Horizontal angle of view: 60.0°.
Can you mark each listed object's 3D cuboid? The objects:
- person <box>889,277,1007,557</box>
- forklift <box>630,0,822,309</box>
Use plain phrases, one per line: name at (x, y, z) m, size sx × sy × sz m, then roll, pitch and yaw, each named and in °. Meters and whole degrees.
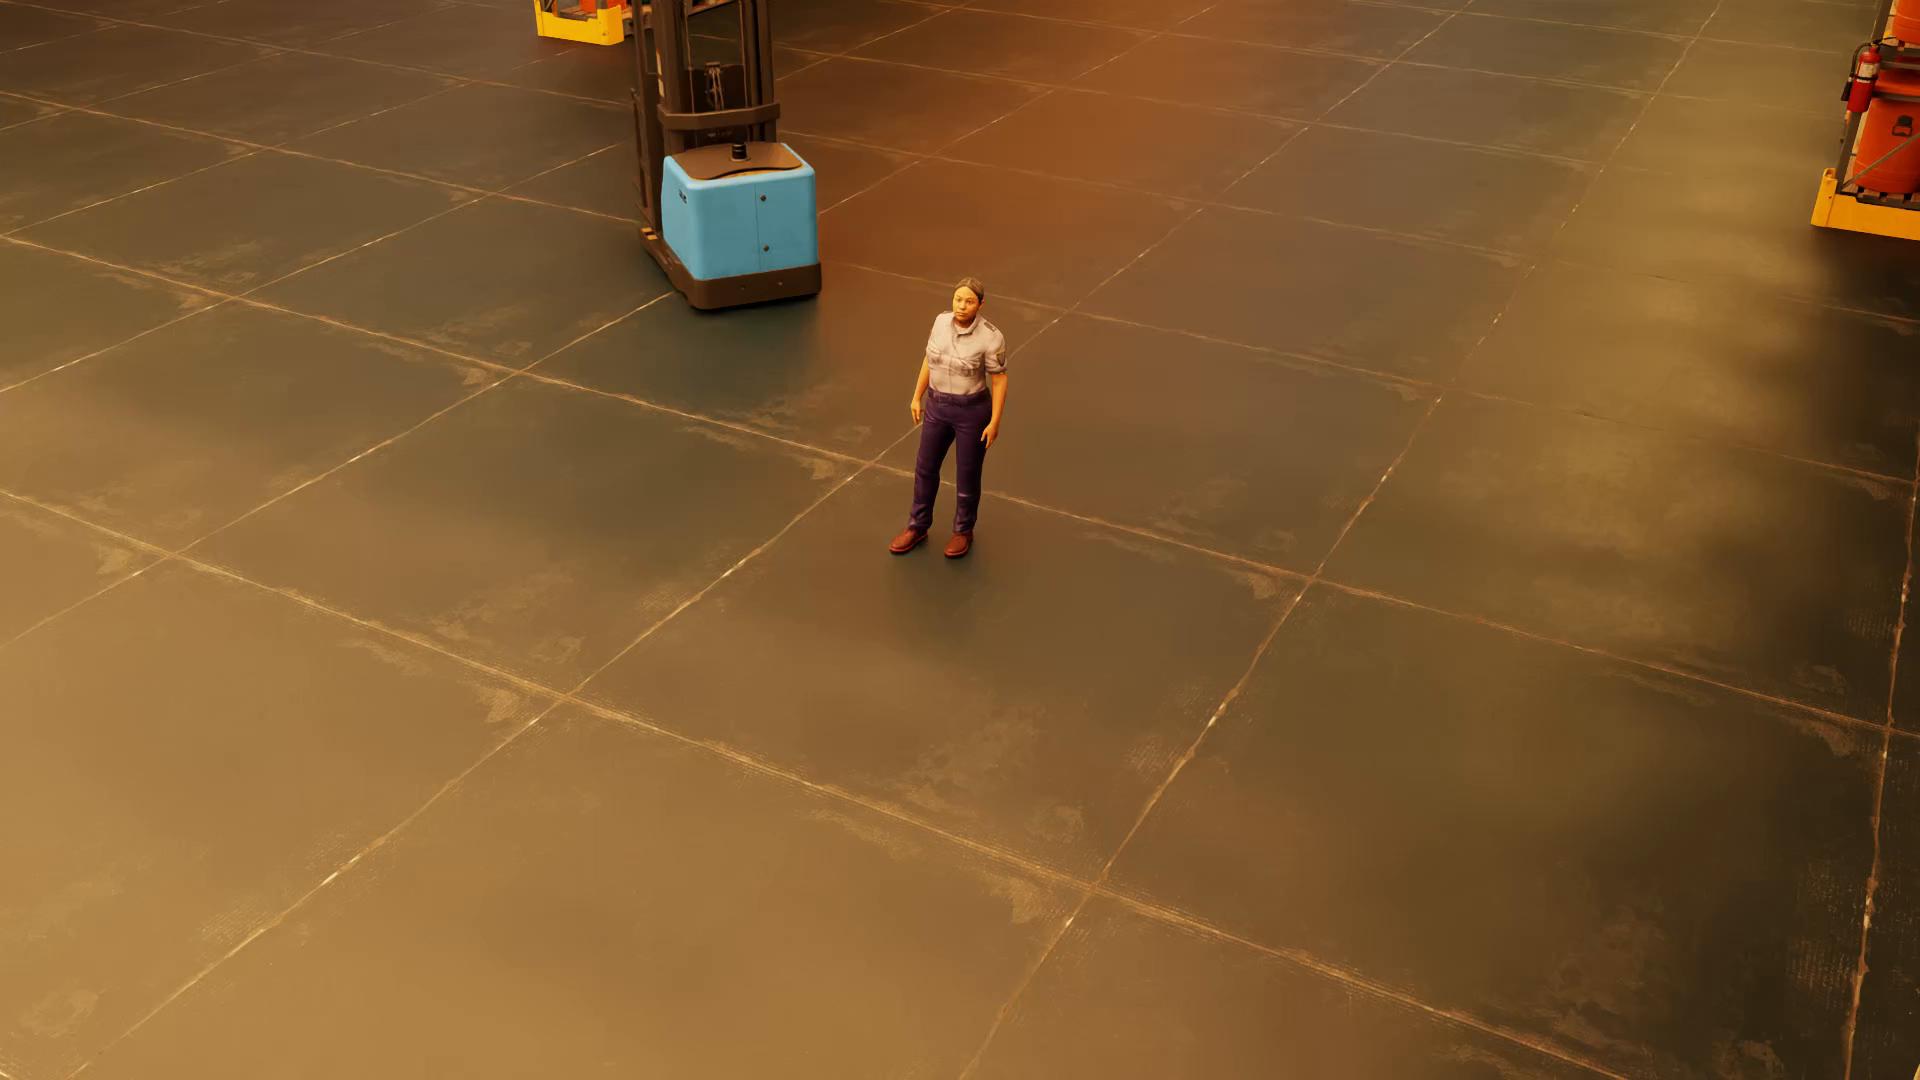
person at (-0.064, -0.686, 9.529) m, size 0.598 × 1.651 × 0.502 m, roll 15°, pitch 33°, yaw 25°
forklift at (-2.141, -3.789, 13.636) m, size 1.130 × 2.935 × 3.031 m, roll -12°, pitch 32°, yaw -19°
